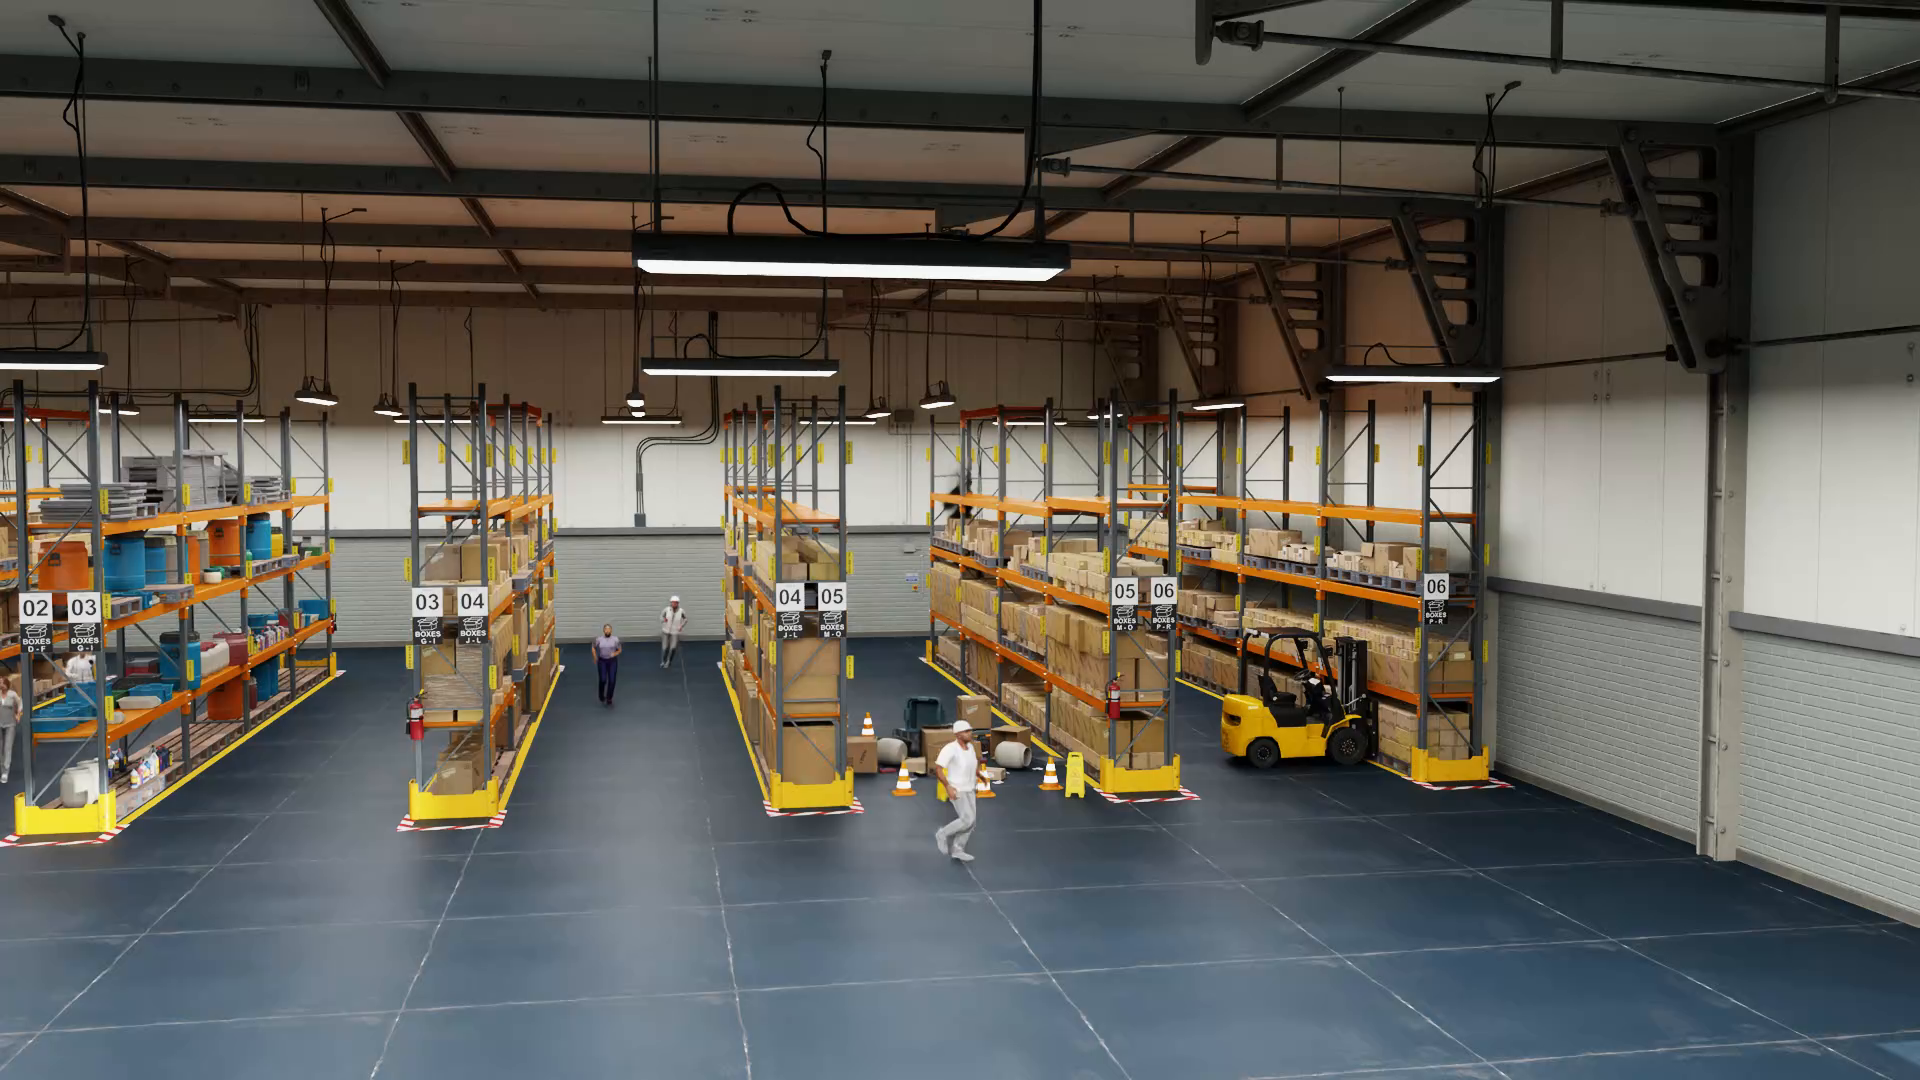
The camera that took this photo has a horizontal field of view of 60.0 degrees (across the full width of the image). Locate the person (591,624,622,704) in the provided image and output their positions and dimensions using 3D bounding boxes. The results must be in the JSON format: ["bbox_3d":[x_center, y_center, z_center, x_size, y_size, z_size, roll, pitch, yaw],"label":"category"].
[{"bbox_3d":[-7.090,2.499,33.424,0.592,1.609,0.583,-1,3,-17],"label":"person"}]

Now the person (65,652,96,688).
[{"bbox_3d":[-15.593,2.634,29.584,0.610,1.702,0.919,-1,3,-24],"label":"person"}]

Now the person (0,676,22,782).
[{"bbox_3d":[-14.760,2.897,25.680,0.537,1.587,0.860,-1,3,-25],"label":"person"}]

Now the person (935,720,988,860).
[{"bbox_3d":[0.008,3.094,20.623,0.578,1.733,0.715,2,3,32],"label":"person"}]

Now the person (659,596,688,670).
[{"bbox_3d":[-6.738,2.179,38.983,0.669,1.756,0.698,0,3,1],"label":"person"}]
